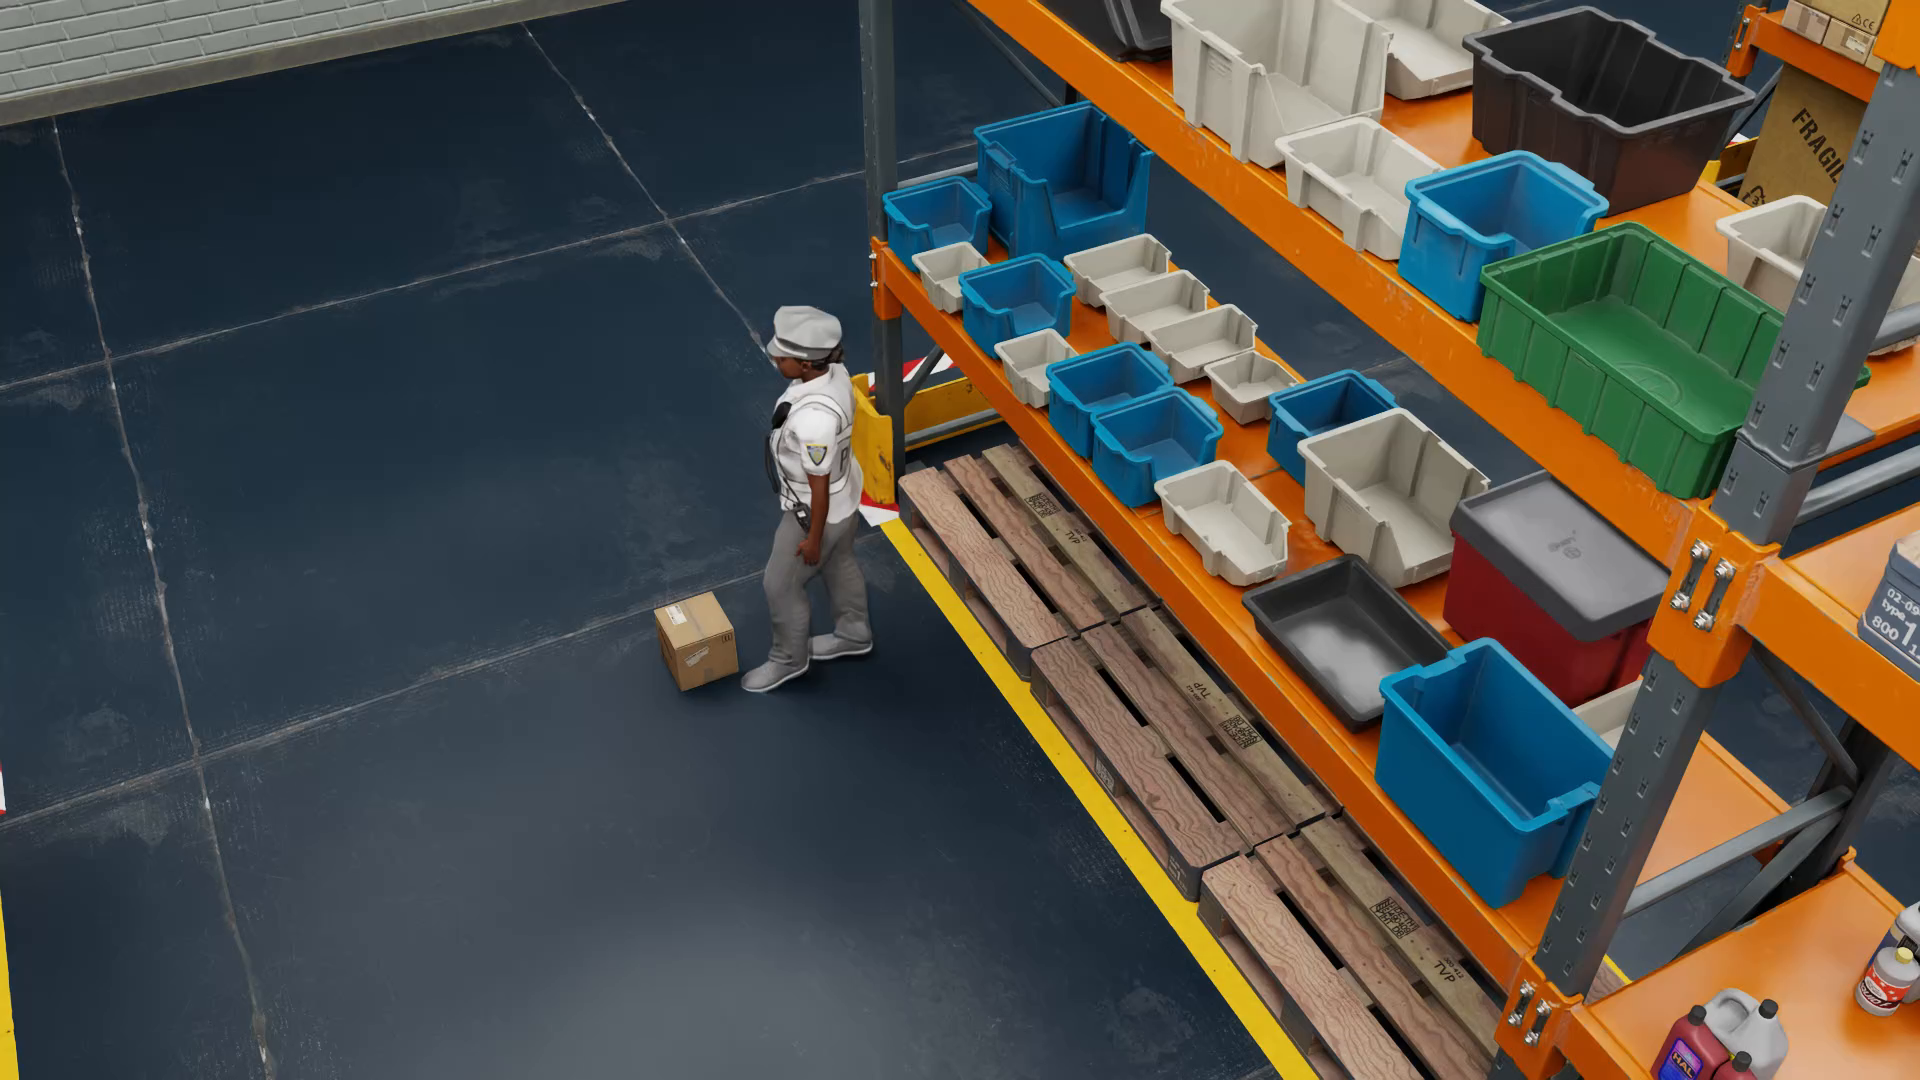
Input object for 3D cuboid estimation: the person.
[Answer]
[{"bbox_3d":[-0.620,-0.140,6.320,0.516,1.695,0.455,3,42,4],"label":"person"}]
